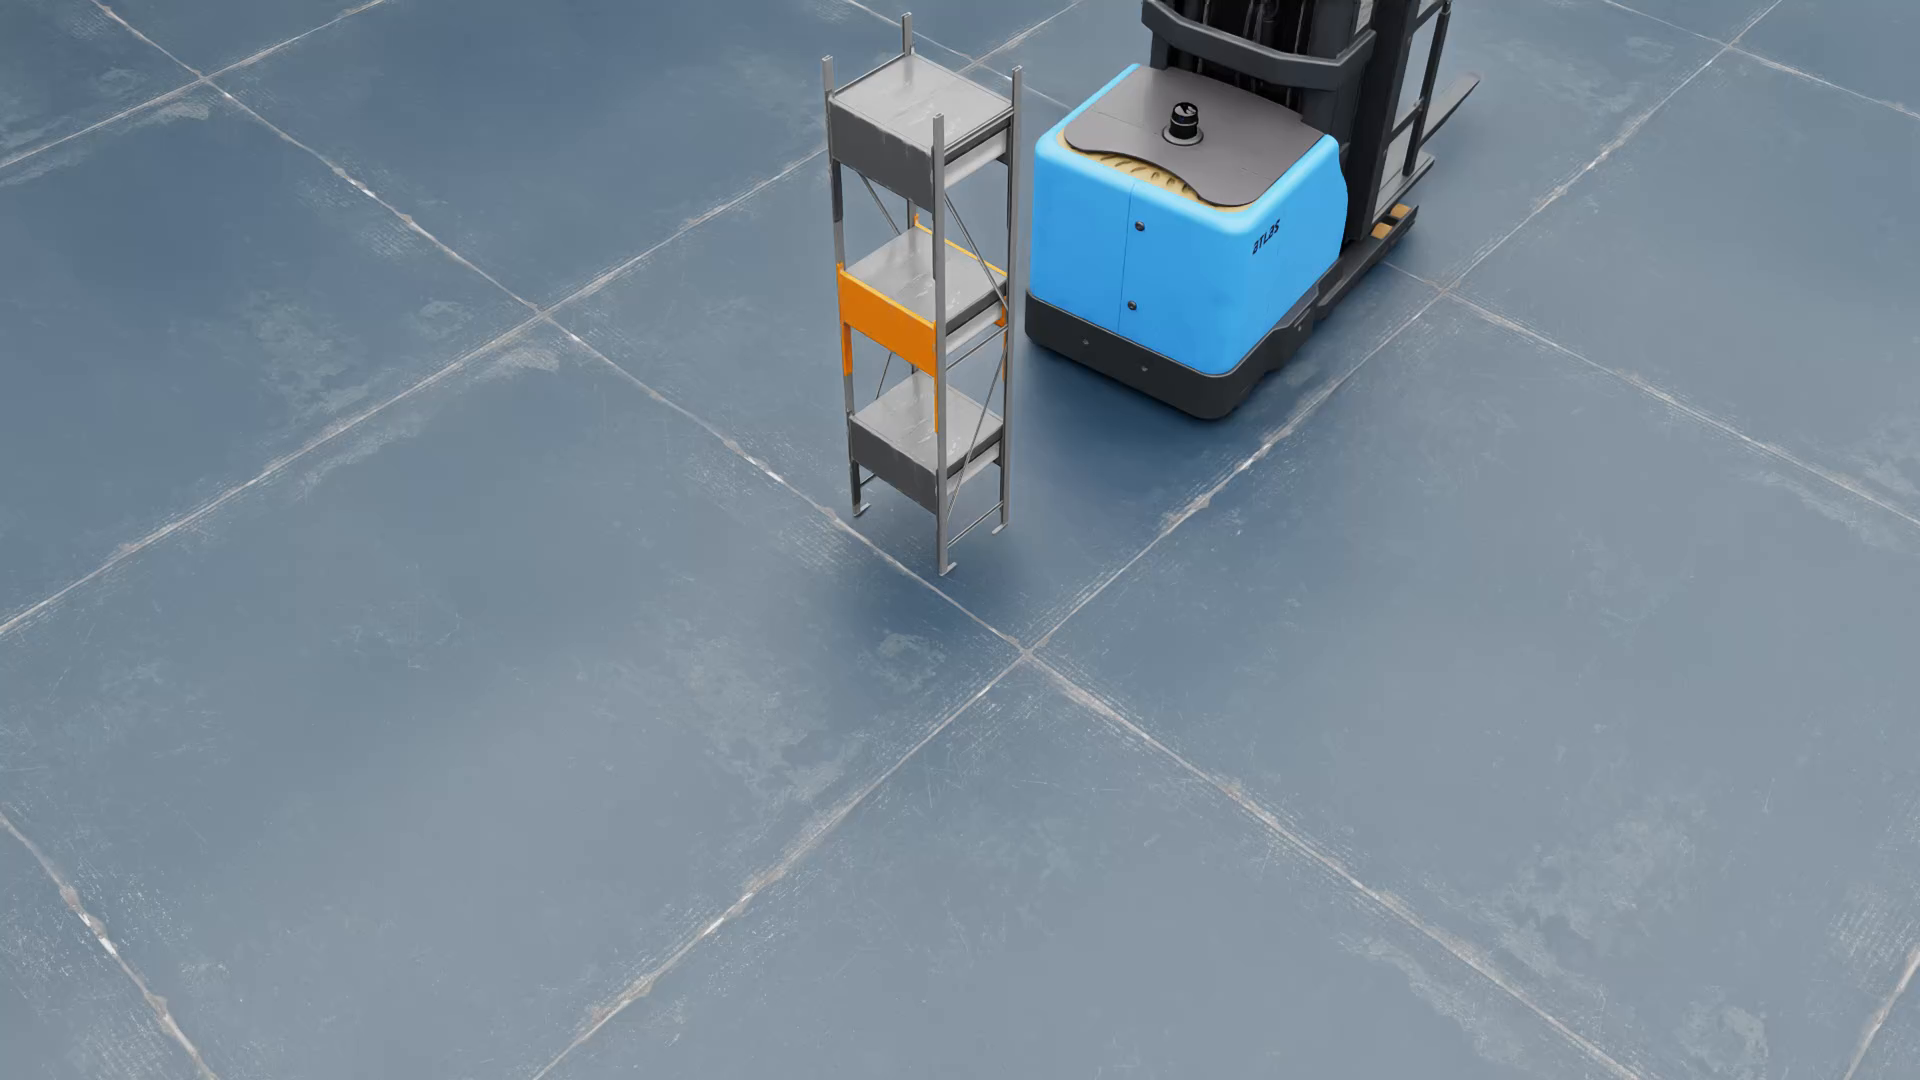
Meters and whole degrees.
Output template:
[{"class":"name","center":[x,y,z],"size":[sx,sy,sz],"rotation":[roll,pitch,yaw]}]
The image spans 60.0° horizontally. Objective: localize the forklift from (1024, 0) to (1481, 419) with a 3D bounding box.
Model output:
[{"class":"forklift","center":[1.571,-2.556,7.140],"size":[1.130,2.935,3.031],"rotation":[28,53,24]}]

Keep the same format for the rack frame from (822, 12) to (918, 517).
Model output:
[{"class":"rack frame","center":[-0.301,-0.921,6.175],"size":[0.015,2.100,0.400],"rotation":[34,55,28]}]

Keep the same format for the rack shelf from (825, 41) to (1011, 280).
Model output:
[{"class":"rack shelf","center":[-0.122,-1.270,5.561],"size":[0.480,0.518,0.431],"rotation":[34,55,28]}]

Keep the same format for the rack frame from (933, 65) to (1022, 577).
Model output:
[{"class":"rack frame","center":[0.058,-0.680,5.948],"size":[0.015,2.100,0.400],"rotation":[34,55,28]}]

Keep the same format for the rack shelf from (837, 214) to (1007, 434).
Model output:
[{"class":"rack shelf","center":[-0.122,-0.791,6.071],"size":[0.480,0.518,0.431],"rotation":[34,55,28]}]

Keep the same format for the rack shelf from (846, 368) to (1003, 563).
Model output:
[{"class":"rack shelf","center":[-0.122,-0.312,6.582],"size":[0.480,0.518,0.431],"rotation":[34,55,28]}]

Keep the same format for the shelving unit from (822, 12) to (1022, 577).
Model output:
[{"class":"shelving unit","center":[-0.122,-0.801,6.061],"size":[0.503,2.100,0.431],"rotation":[34,55,28]}]
